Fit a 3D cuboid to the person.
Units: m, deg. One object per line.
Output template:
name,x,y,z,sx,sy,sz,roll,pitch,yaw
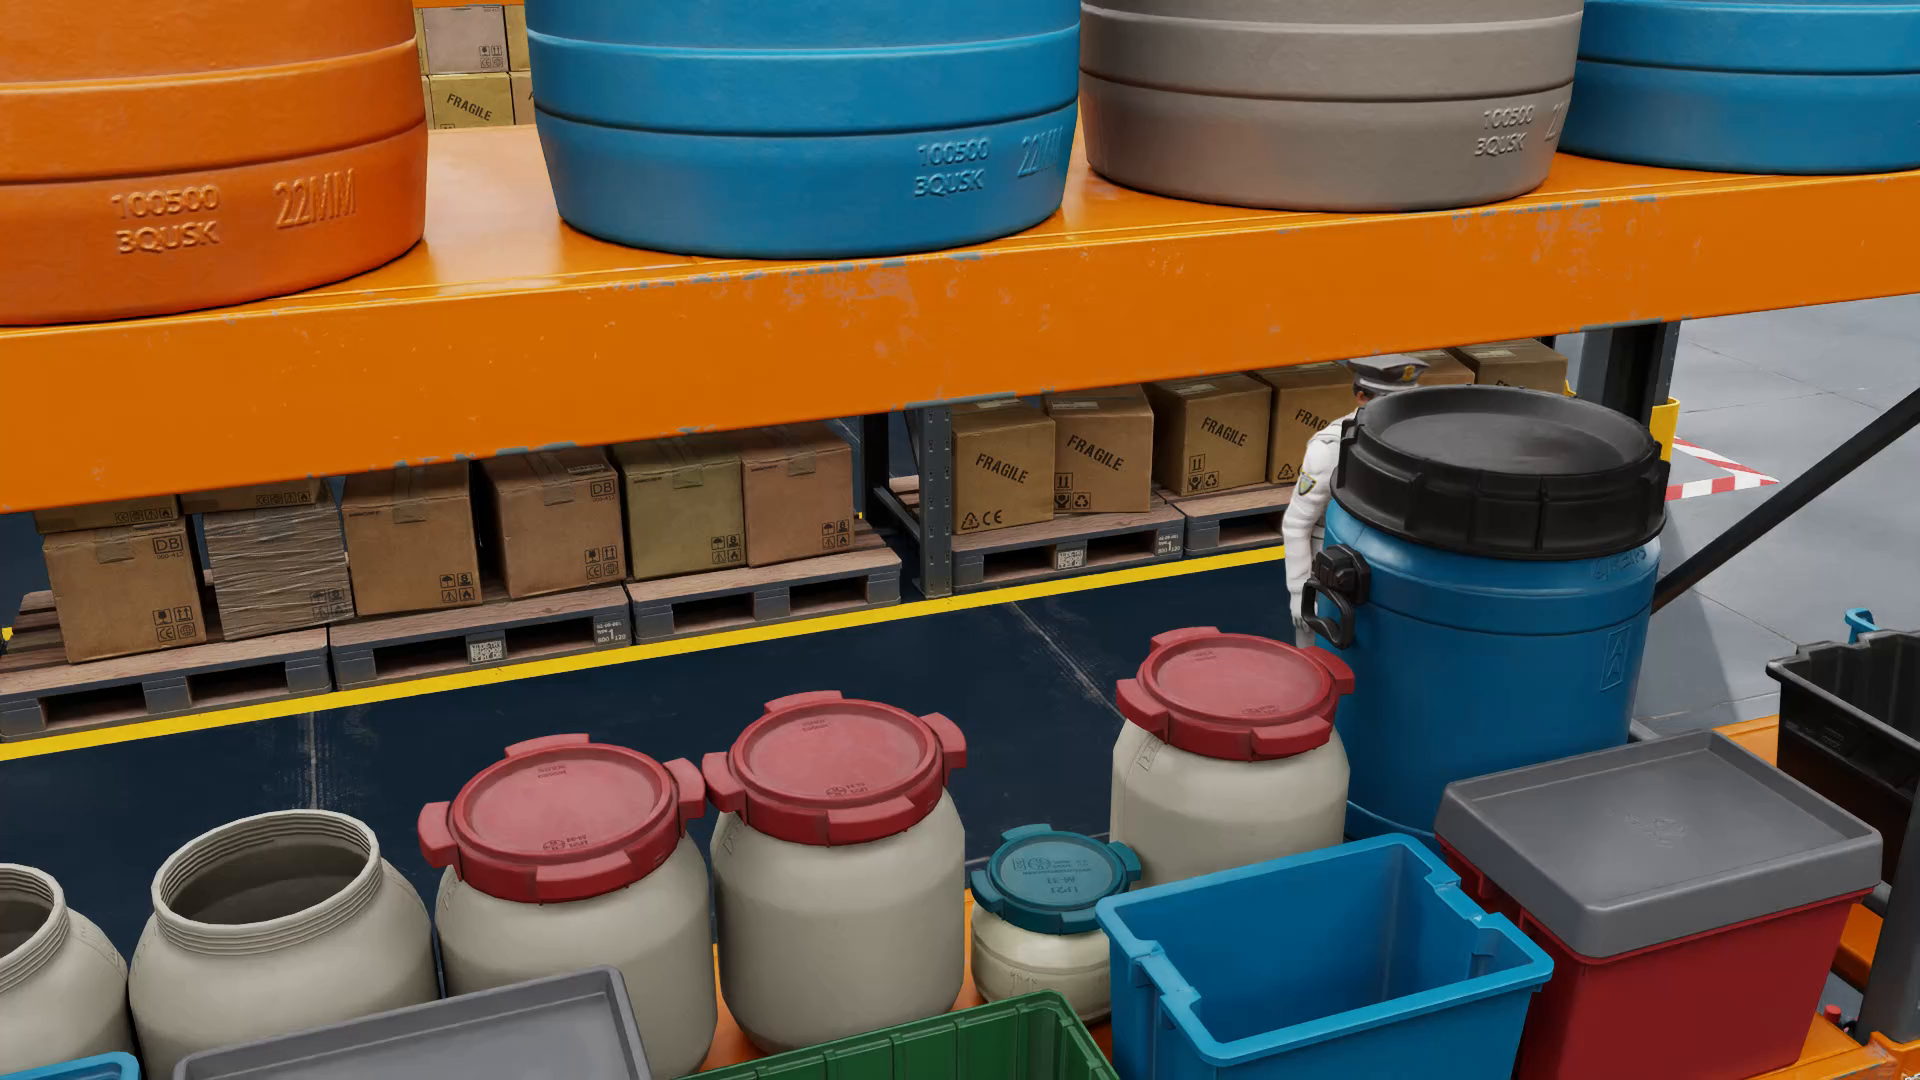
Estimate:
person,1.357,0.153,5.723,0.529,1.663,0.403,-8,24,-19
